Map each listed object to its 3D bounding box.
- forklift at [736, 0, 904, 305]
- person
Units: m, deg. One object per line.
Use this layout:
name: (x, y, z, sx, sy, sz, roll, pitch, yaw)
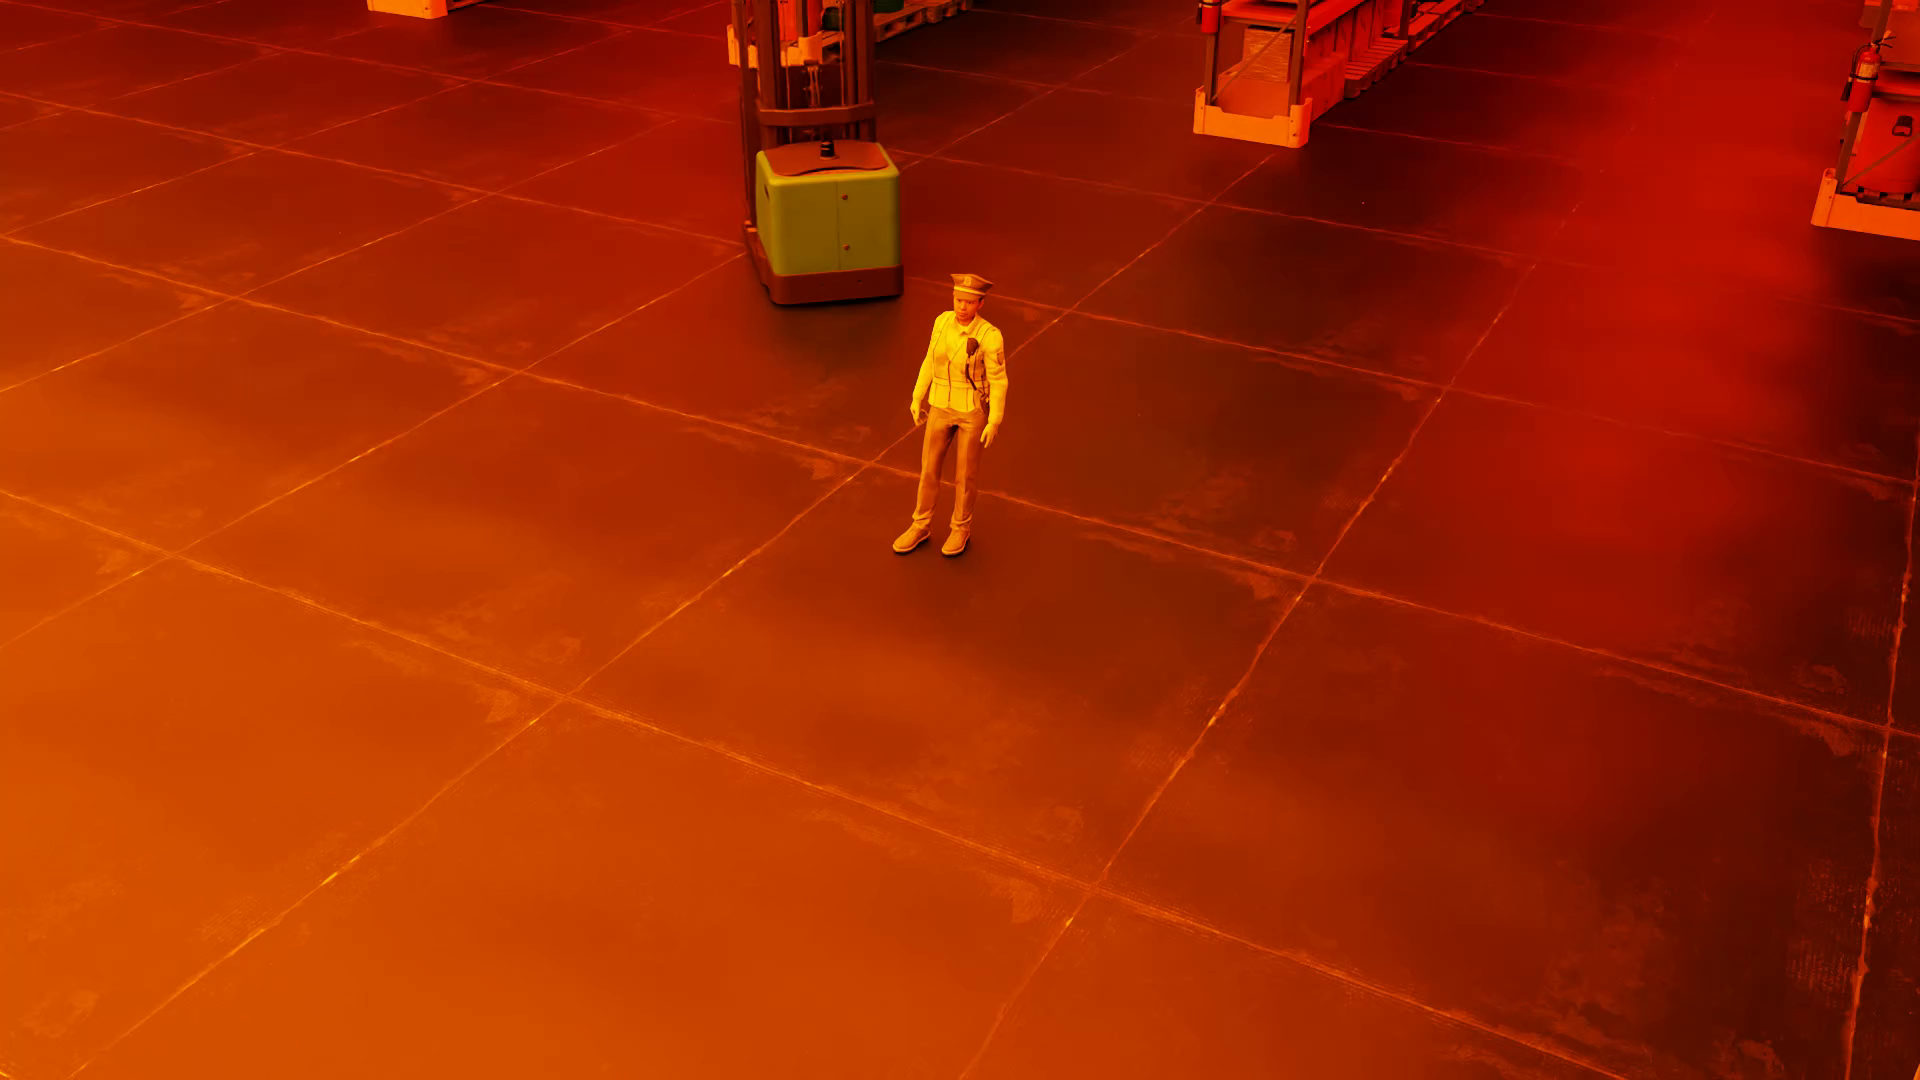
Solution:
forklift: (-1.292, -3.840, 13.725, 1.130, 2.935, 3.031, -7, 31, -12)
person: (-0.039, -0.712, 9.526, 0.587, 1.695, 0.531, 15, 33, 25)
